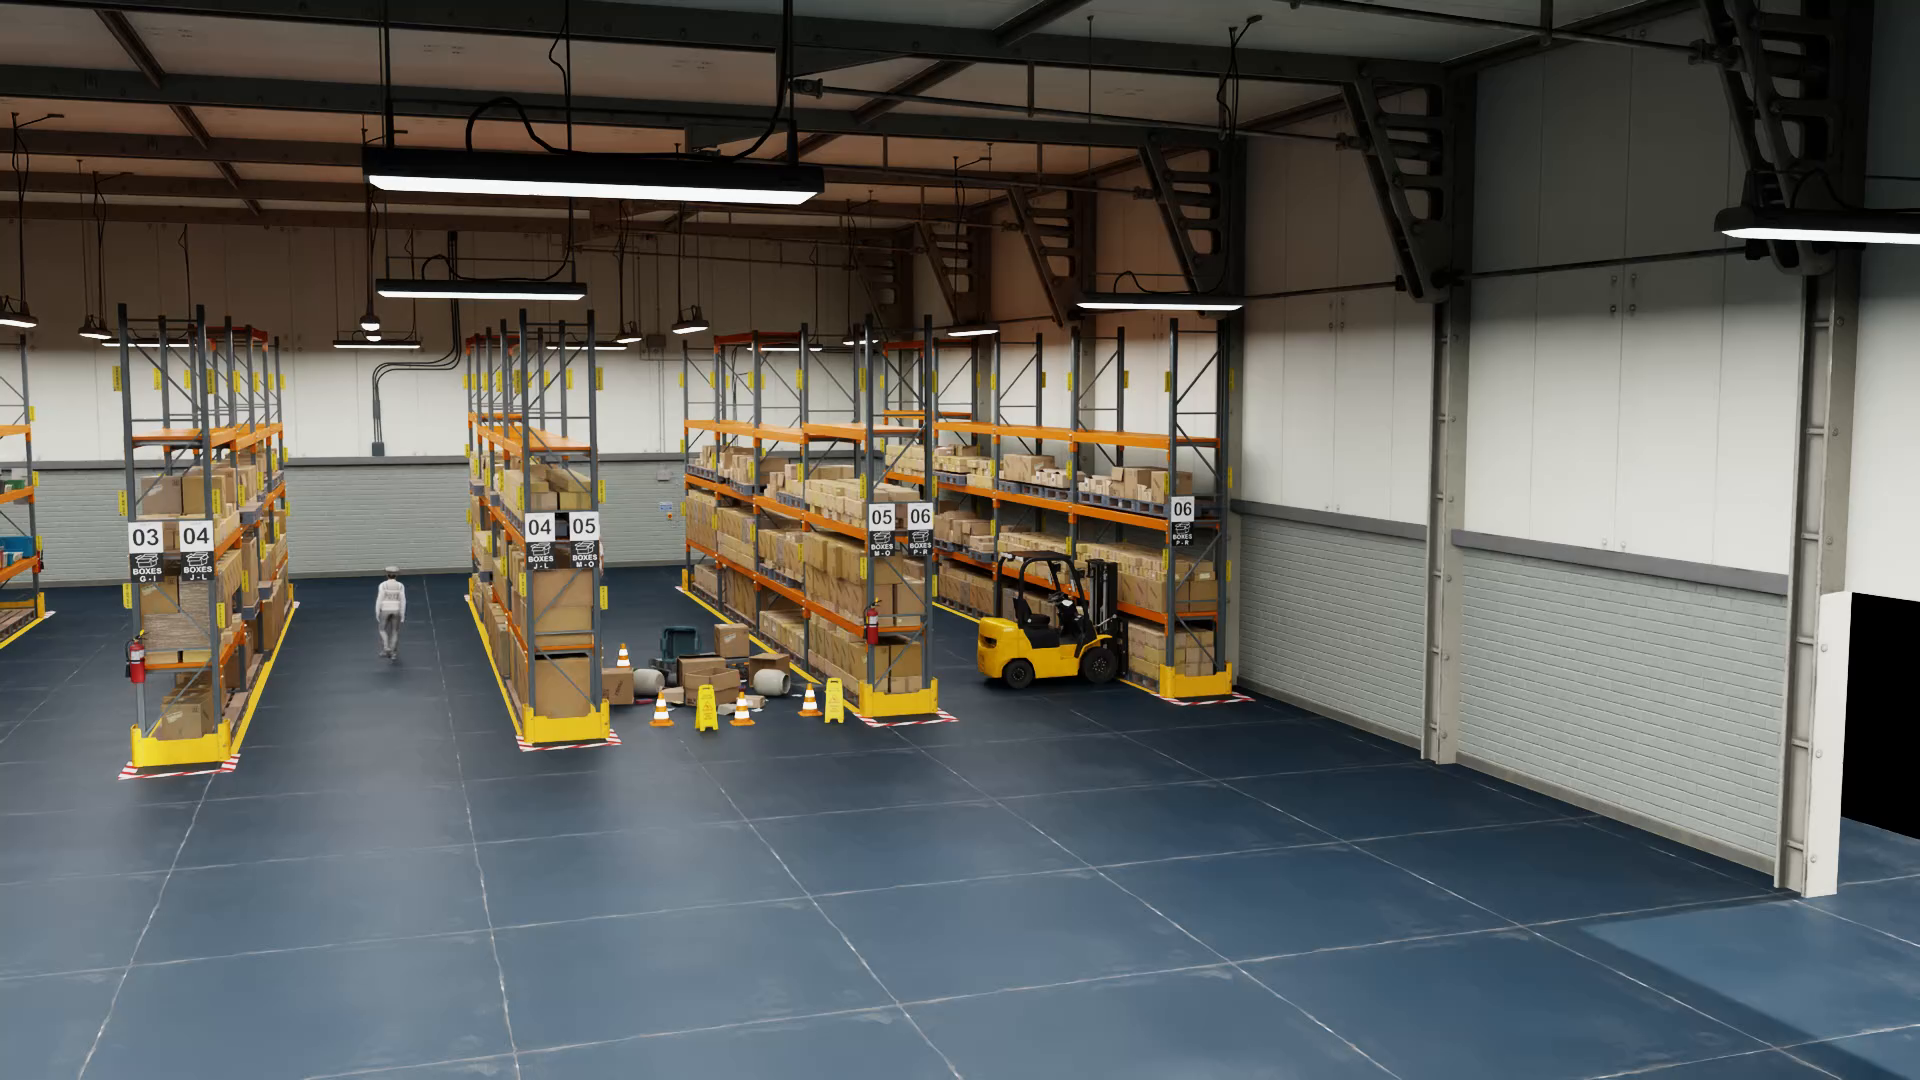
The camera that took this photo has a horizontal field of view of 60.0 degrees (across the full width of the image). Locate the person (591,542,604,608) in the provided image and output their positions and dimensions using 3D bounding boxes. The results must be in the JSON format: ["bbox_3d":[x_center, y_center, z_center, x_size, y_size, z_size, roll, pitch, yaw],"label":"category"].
[{"bbox_3d":[-8.153,0.634,36.776,0.574,1.753,0.484,-2,6,-20],"label":"person"}]

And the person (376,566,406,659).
[{"bbox_3d":[-10.251,1.321,29.973,0.520,1.672,0.435,-2,6,-22],"label":"person"}]
